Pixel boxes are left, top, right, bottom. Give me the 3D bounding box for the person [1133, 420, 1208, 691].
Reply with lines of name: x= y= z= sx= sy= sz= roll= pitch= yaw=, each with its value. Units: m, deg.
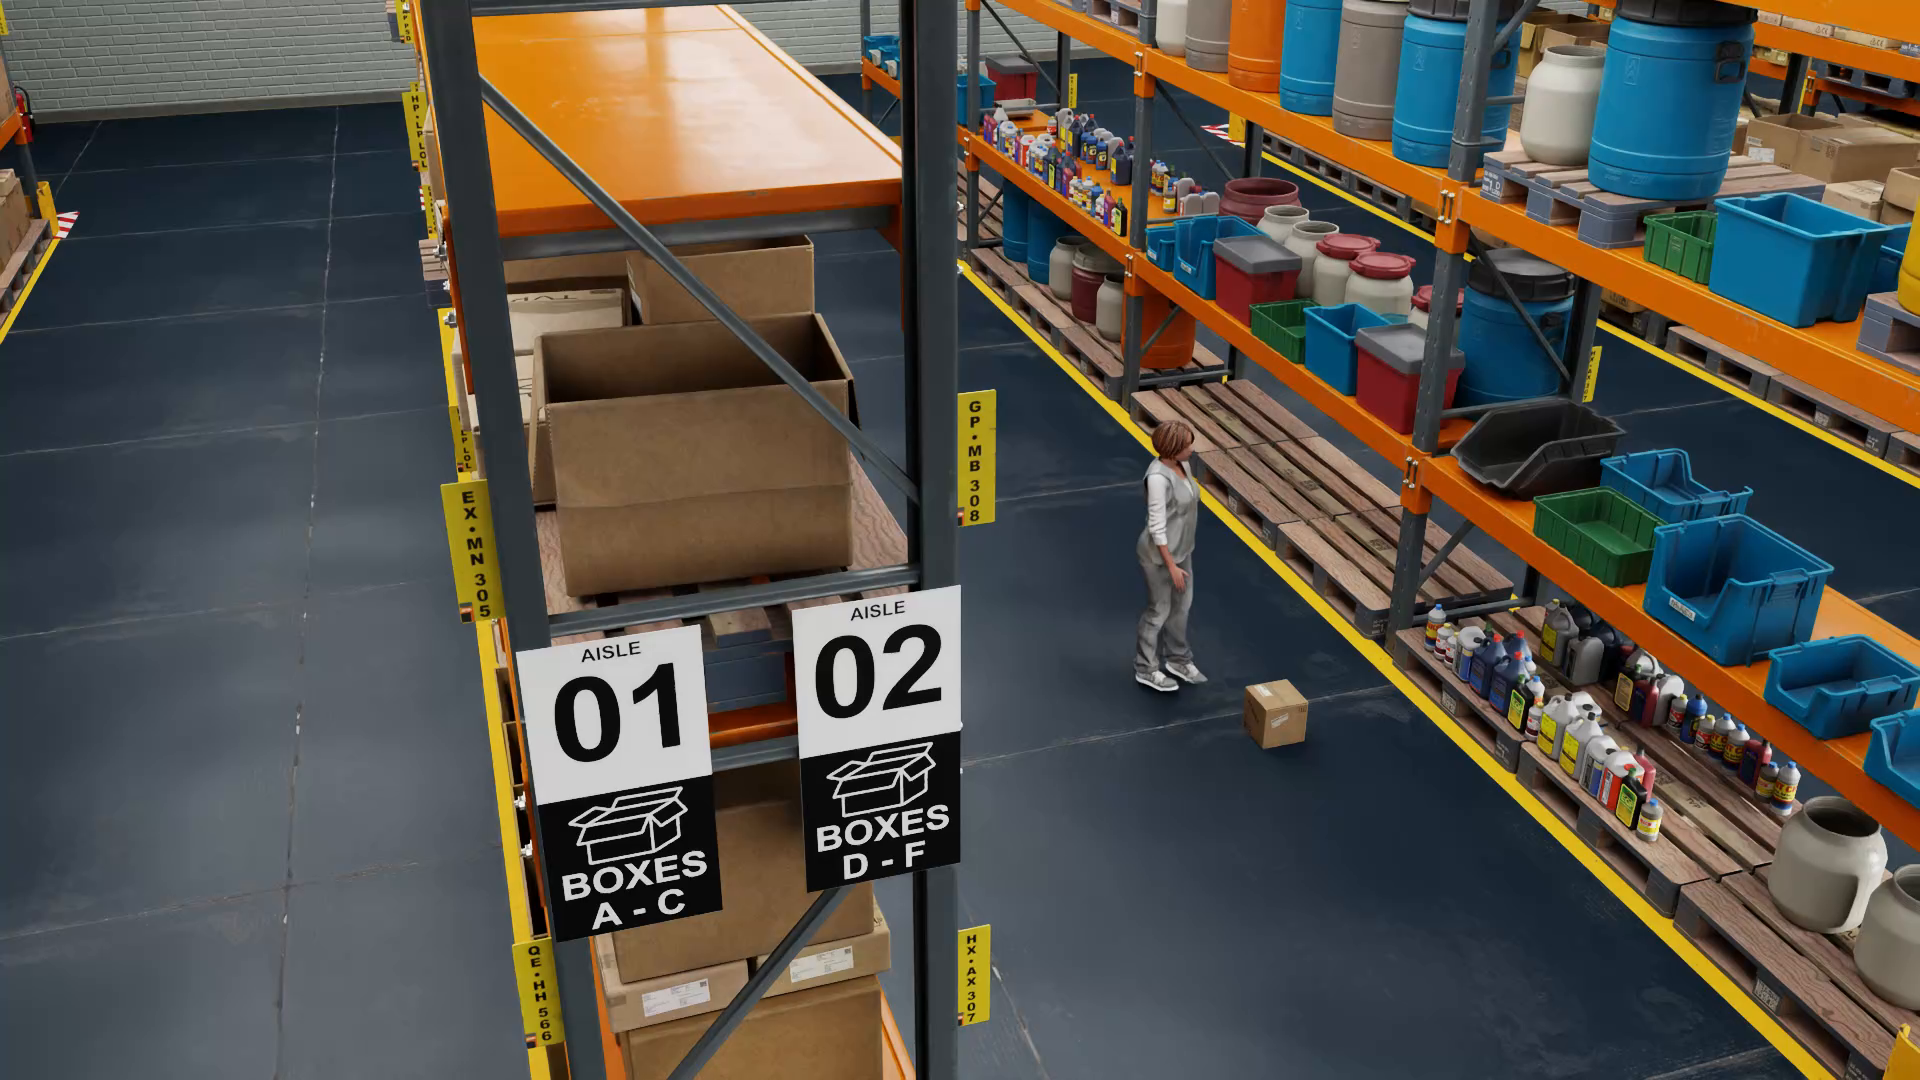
person: x=1.179 y=0.110 z=9.141 sx=0.411 sy=1.643 sz=0.457 roll=15 pitch=30 yaw=27
